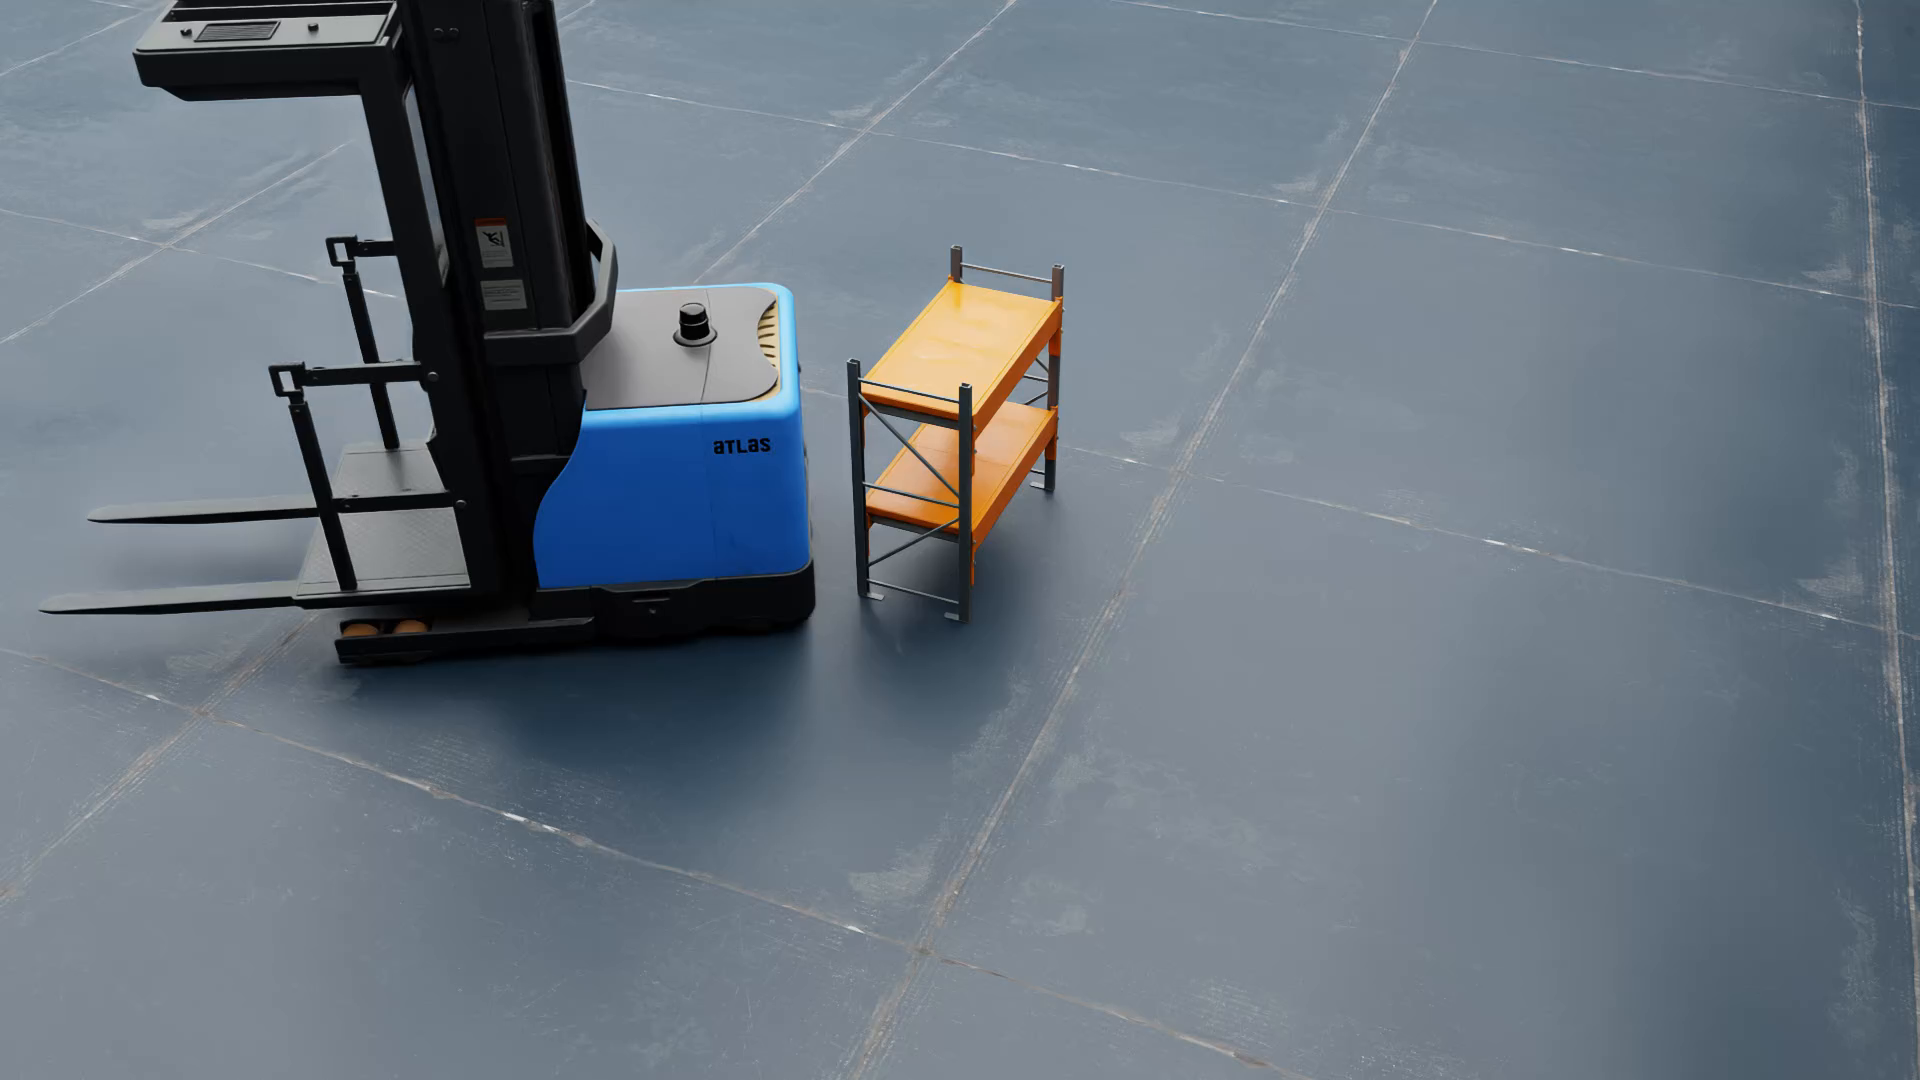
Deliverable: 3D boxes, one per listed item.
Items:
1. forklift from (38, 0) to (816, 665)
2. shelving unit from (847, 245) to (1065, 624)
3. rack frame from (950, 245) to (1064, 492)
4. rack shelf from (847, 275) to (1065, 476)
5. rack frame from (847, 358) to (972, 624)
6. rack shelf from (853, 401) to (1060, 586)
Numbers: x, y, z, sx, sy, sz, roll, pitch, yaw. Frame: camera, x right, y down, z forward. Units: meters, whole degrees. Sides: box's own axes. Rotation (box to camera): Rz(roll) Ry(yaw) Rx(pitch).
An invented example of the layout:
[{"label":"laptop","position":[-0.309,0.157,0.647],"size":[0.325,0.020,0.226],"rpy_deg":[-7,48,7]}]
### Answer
[{"label":"forklift","position":[-2.139,-1.012,6.156],"size":[3.031,2.935,1.130],"rpy_deg":[-4,37,-5]},{"label":"shelving unit","position":[0.003,-0.454,6.918],"size":[0.538,1.125,1.048],"rpy_deg":[14,39,18]},{"label":"rack frame","position":[0.196,-0.736,7.295],"size":[0.500,1.125,0.032],"rpy_deg":[14,39,18]},{"label":"rack shelf","position":[0.003,-0.689,6.743],"size":[0.538,0.278,1.000],"rpy_deg":[14,39,18]},{"label":"rack frame","position":[-0.191,-0.173,6.542],"size":[0.500,1.125,0.032],"rpy_deg":[14,39,18]},{"label":"rack shelf","position":[0.003,-0.258,7.065],"size":[0.538,0.278,1.000],"rpy_deg":[14,39,18]}]
